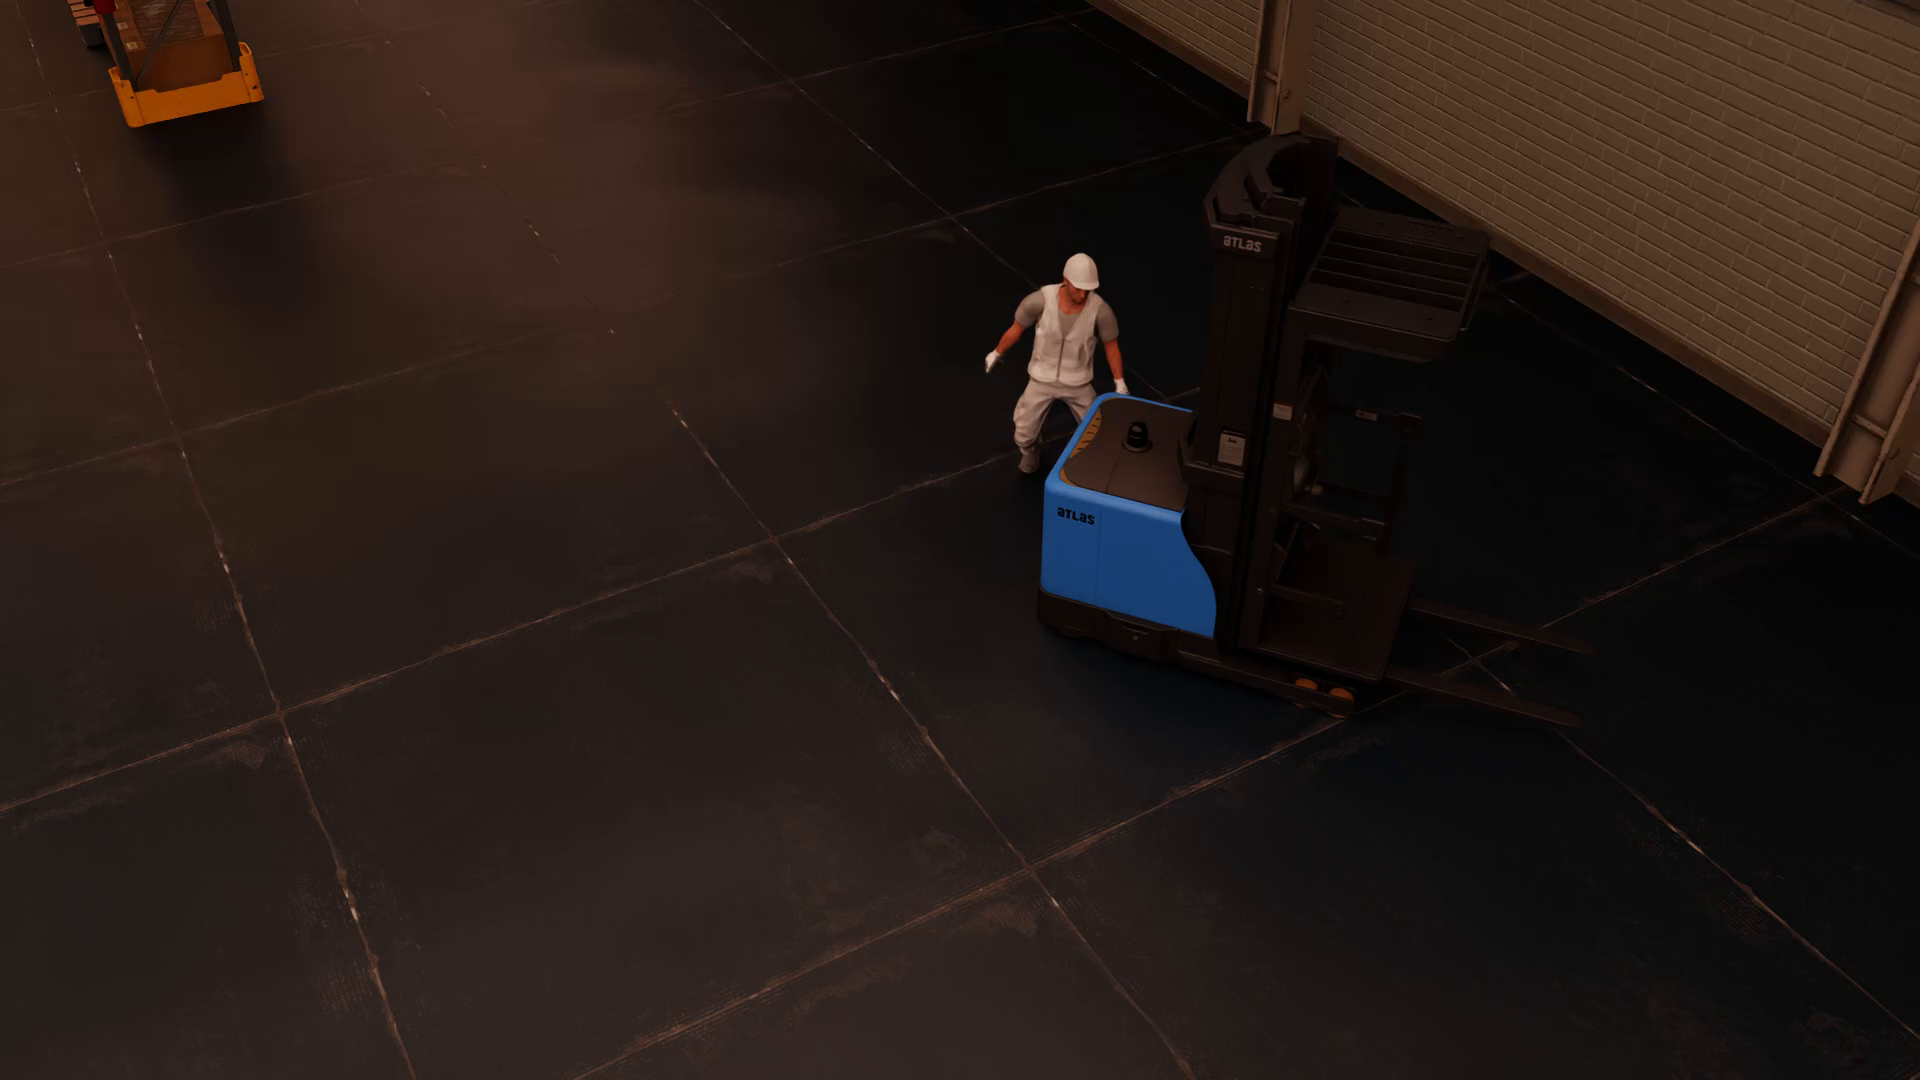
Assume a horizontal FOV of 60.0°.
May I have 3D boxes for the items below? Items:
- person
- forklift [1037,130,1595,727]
[{"bbox_3d":[0.601,-1.053,10.275,0.911,1.697,0.479,6,40,7],"label":"person"},{"bbox_3d":[2.014,-0.537,8.684,3.031,2.935,1.130,15,42,17],"label":"forklift"}]
